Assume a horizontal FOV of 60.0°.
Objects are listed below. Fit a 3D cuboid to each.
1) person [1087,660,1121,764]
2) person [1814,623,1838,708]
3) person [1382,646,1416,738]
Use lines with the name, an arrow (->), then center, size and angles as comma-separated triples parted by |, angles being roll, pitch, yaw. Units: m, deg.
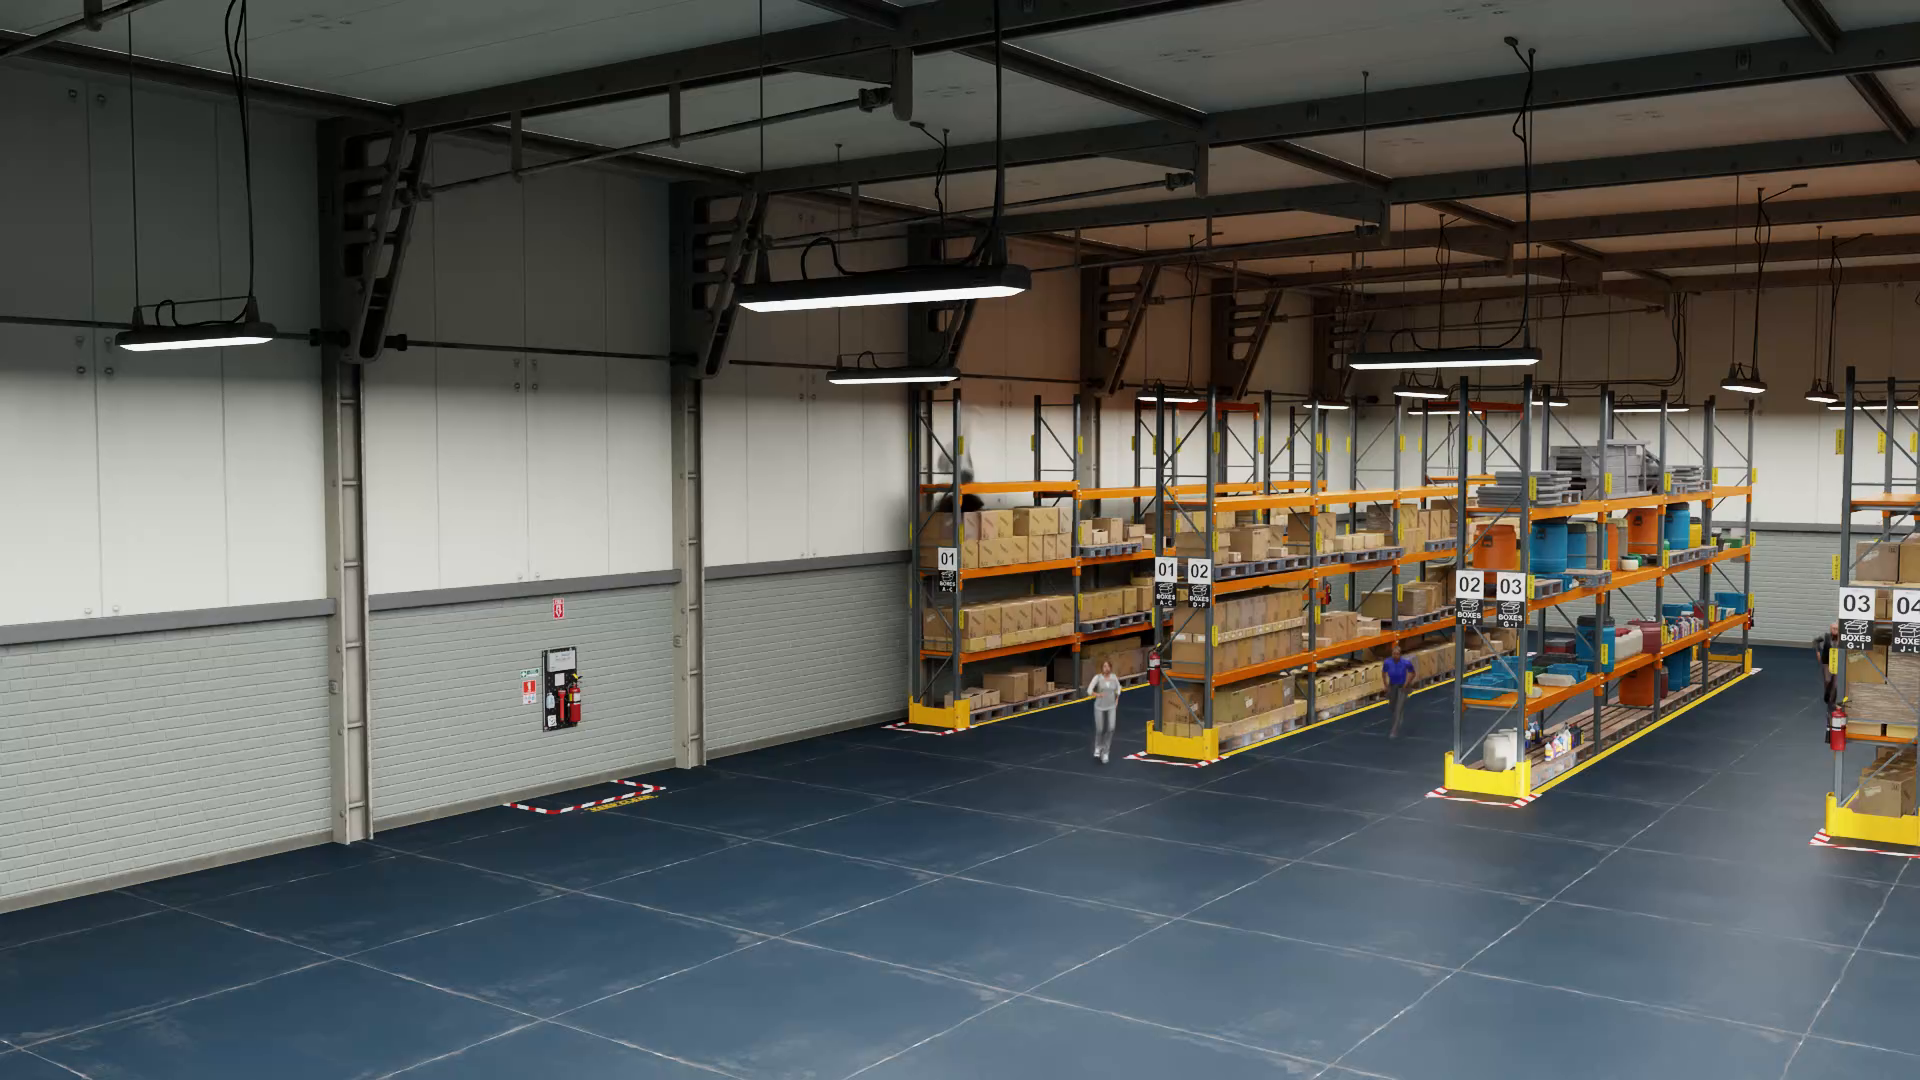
person -> 2.287, 2.715, 26.369 | 0.573, 1.651, 0.621 | 0, 3, -7
person -> 16.506, 2.381, 31.441 | 0.645, 1.646, 0.805 | 1, 4, 24
person -> 7.572, 2.605, 28.681 | 0.574, 1.603, 0.839 | 1, 3, 20
